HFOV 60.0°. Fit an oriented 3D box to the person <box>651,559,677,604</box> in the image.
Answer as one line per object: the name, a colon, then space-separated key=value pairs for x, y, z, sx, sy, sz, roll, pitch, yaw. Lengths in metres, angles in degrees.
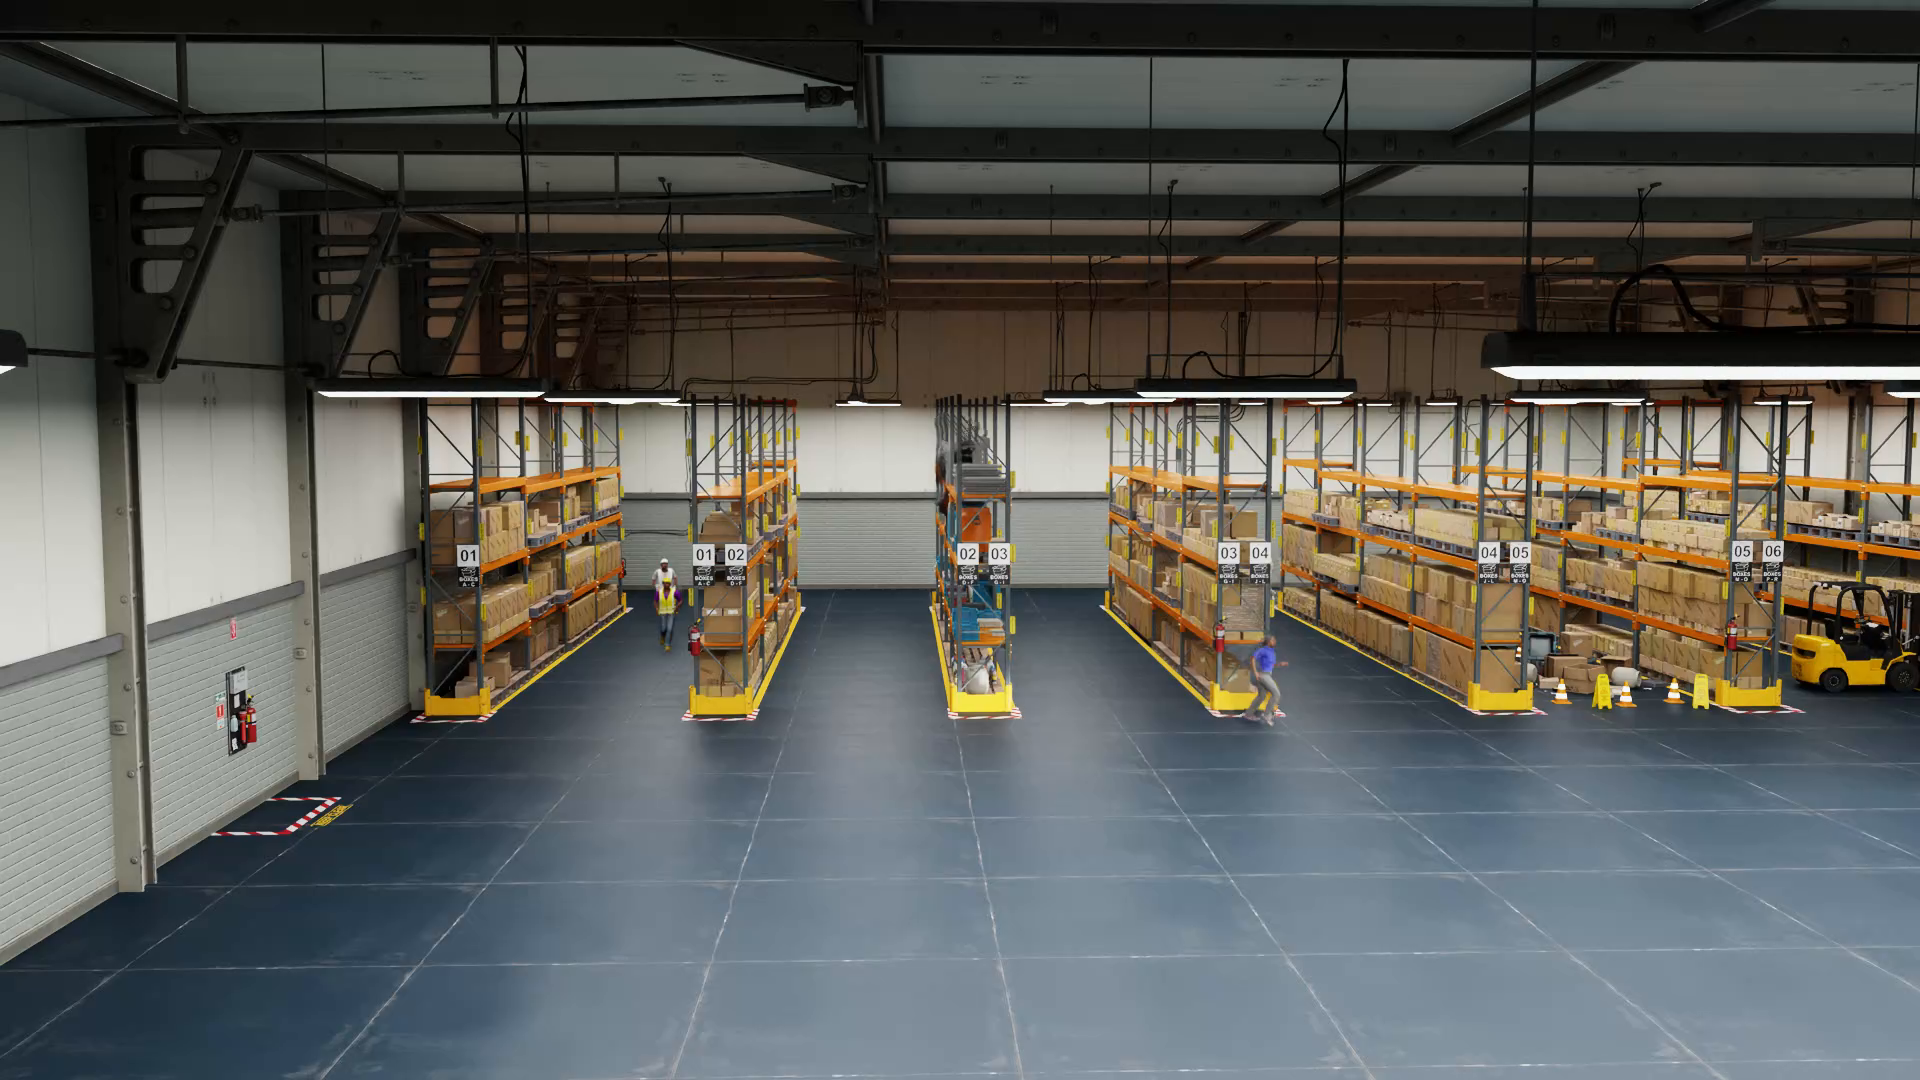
person: x=-7.852 y=1.373 z=44.214 sx=0.686 sy=1.745 sz=0.572 roll=-1 pitch=5 yaw=-15

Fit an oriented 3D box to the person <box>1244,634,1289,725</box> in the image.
person: x=5.561 y=2.586 z=30.245 sx=0.792 sy=1.584 sz=0.593 roll=2 pitch=5 yaw=22

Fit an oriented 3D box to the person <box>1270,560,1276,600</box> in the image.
person: x=8.851 y=1.099 z=48.563 sx=0.846 sy=1.635 sz=0.627 roll=-3 pitch=6 yaw=-36

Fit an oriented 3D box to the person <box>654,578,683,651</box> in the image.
person: x=-6.938 y=1.754 z=39.565 sx=0.691 sy=1.734 sz=0.630 roll=0 pitch=5 yaw=-4
